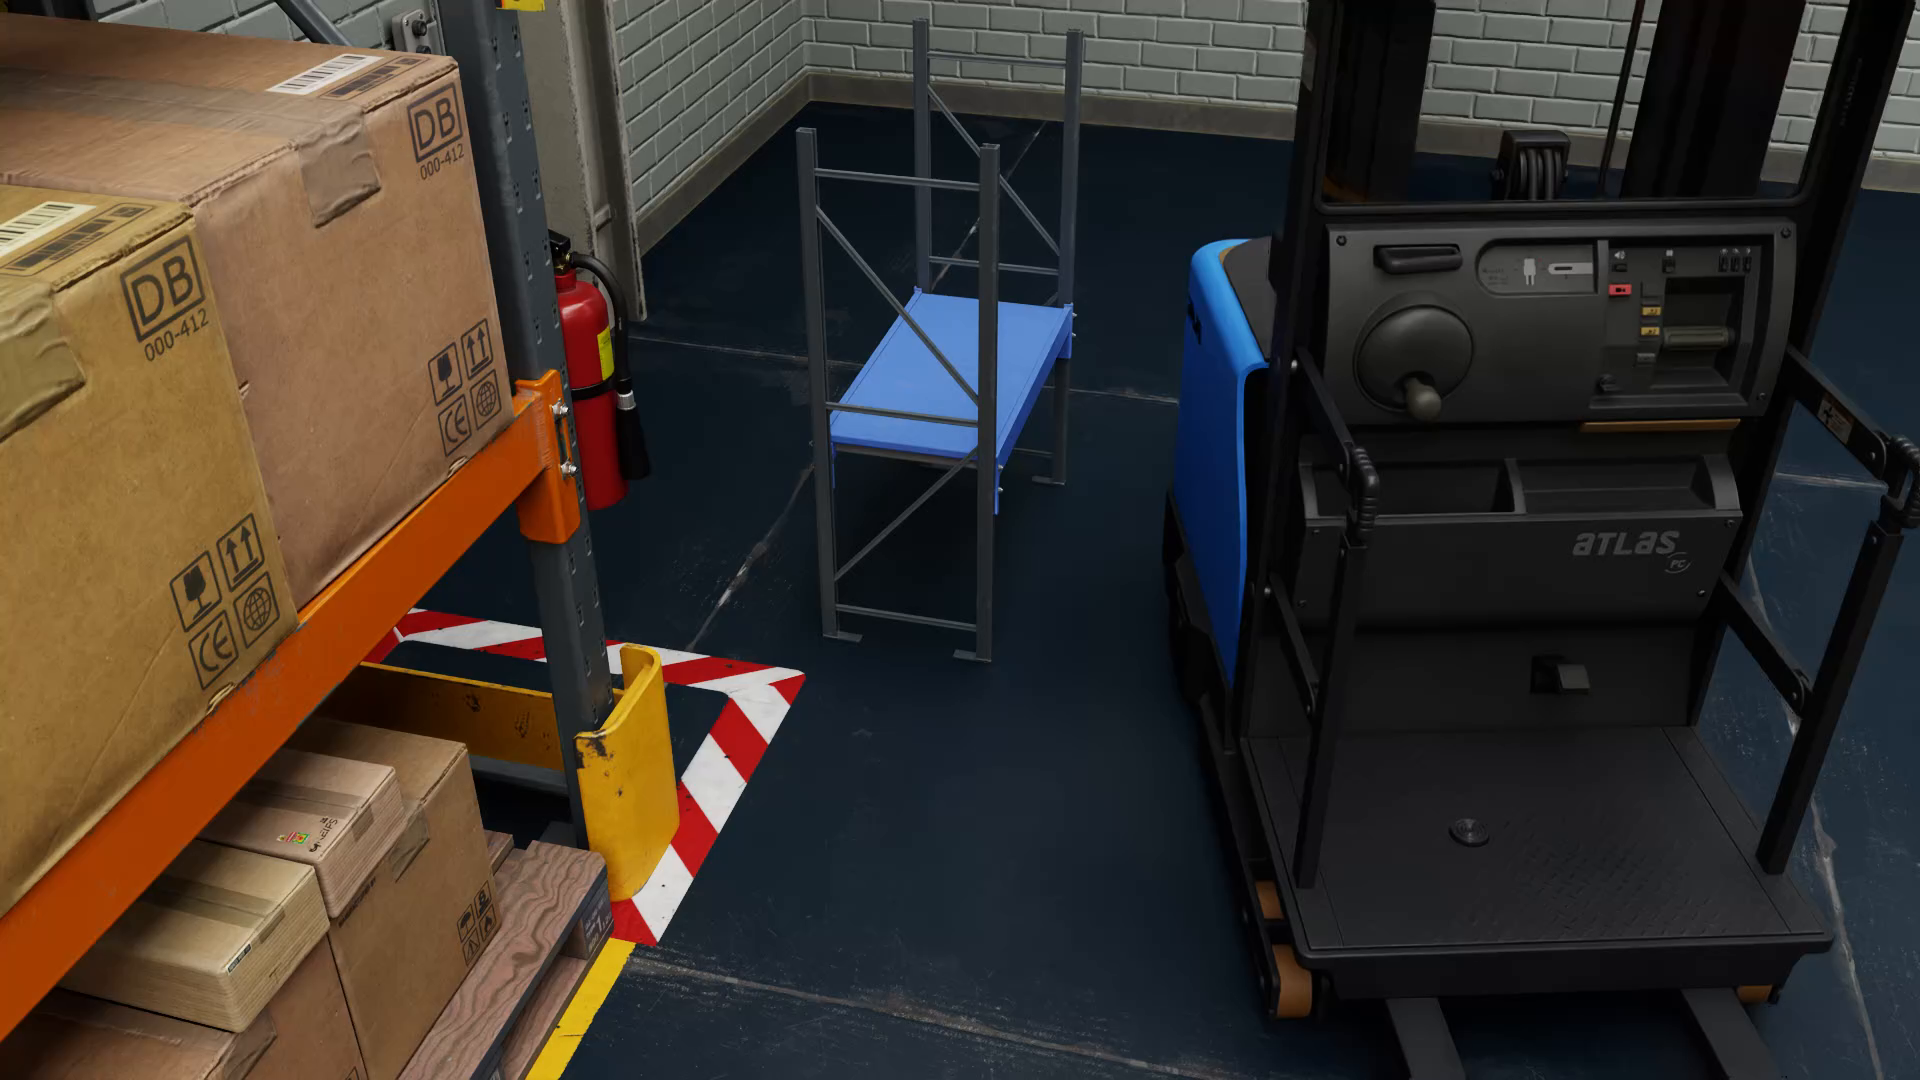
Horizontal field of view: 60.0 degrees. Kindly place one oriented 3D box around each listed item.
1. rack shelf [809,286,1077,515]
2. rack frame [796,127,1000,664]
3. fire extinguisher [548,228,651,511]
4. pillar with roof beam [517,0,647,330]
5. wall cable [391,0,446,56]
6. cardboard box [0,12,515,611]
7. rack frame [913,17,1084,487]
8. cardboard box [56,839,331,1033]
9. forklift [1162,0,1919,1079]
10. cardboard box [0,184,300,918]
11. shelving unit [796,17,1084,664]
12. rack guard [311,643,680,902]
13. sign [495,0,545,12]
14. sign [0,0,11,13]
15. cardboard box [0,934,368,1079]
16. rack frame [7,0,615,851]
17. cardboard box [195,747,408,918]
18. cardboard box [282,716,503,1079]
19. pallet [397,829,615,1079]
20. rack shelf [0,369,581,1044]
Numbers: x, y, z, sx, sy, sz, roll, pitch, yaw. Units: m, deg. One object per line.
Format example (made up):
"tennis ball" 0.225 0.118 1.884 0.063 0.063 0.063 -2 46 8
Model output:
"rack shelf" -0.022 -0.437 4.875 0.538 0.185 1.000 8 33 12
"rack frame" -0.151 -0.325 4.363 0.500 1.500 0.032 8 33 12
"fire extinguisher" -0.813 -0.388 3.484 0.296 0.674 0.183 8 33 12
"pillar with roof beam" 2.715 -4.027 3.196 9.100 9.000 0.400 8 33 12
"wall cable" -1.888 -1.784 4.314 0.084 1.984 1.851 8 33 12
"cardboard box" -1.418 -0.423 2.840 0.980 0.700 0.700 10 34 15
"rack frame" 0.107 -0.852 5.193 0.500 1.500 0.032 8 33 12
"cardboard box" -1.299 0.643 2.777 0.380 0.149 0.250 9 34 14
"forklift" 1.196 -0.378 3.112 1.130 2.935 3.031 -1 32 -2
"cardboard box" -1.591 -0.044 2.243 0.980 0.700 0.700 8 33 12
"shelving unit" -0.022 -0.589 4.778 0.538 1.500 1.048 8 33 12
"rack guard" -1.292 0.480 4.029 1.175 0.500 0.348 8 33 12
"sign" -0.776 -1.070 2.837 0.100 0.325 0.005 8 33 12
"sign" -1.833 -1.040 3.209 0.100 0.325 0.005 8 33 12
"cardboard box" -1.506 0.952 2.895 0.700 0.500 0.500 8 33 12
"rack frame" -1.298 -0.562 3.339 1.000 3.000 0.127 8 33 12
"cardboard box" -1.235 0.510 2.986 0.380 0.149 0.250 8 33 12
"cardboard box" -1.379 0.692 3.304 0.700 0.500 0.500 8 33 12
"pallet" -1.425 1.040 3.417 1.003 0.211 1.213 8 33 12
"rack shelf" -1.805 0.779 1.899 1.077 0.370 4.000 8 33 12
